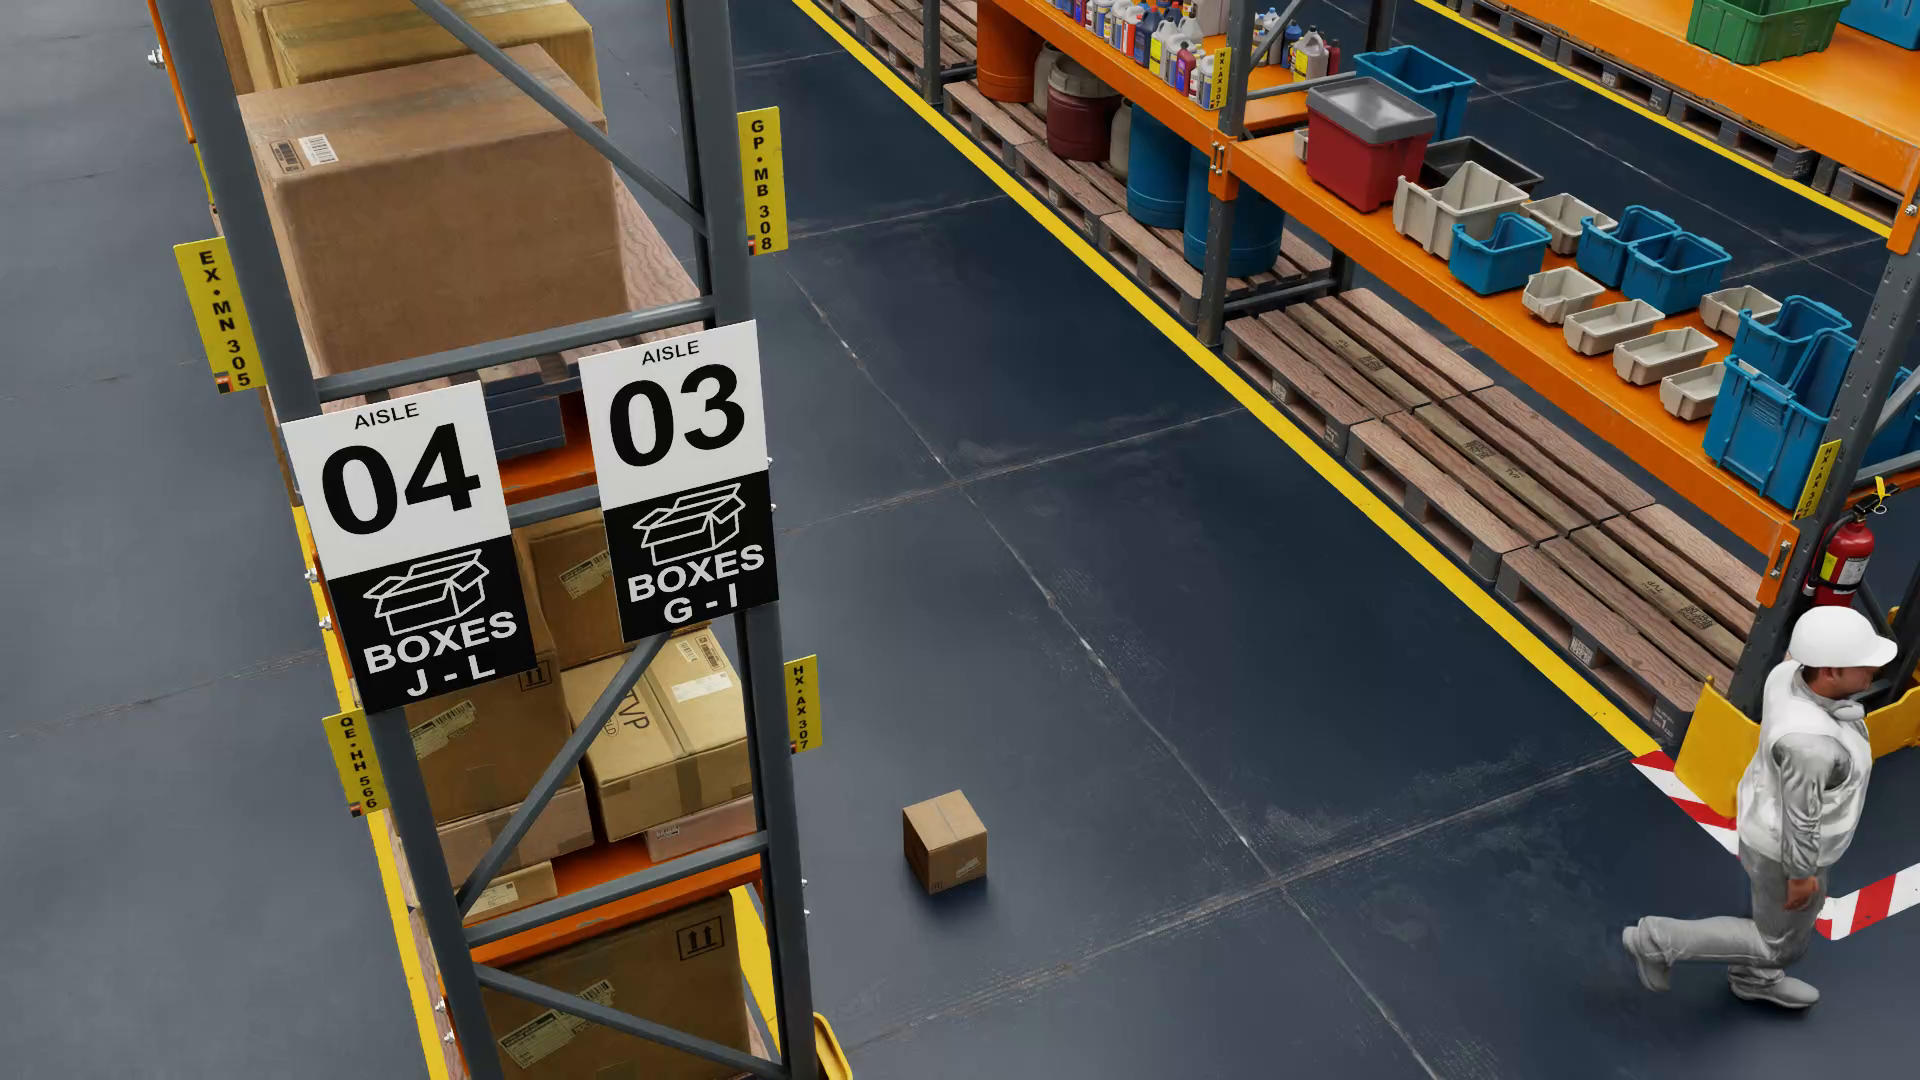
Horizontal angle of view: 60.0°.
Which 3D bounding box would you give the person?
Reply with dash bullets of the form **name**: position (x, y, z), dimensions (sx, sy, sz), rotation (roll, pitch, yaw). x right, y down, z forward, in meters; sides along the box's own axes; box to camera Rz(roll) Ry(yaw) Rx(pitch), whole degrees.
- **person**: position (2.744, 0.948, 5.559), dimensions (0.724, 1.749, 0.546), rotation (14, 39, 17)
